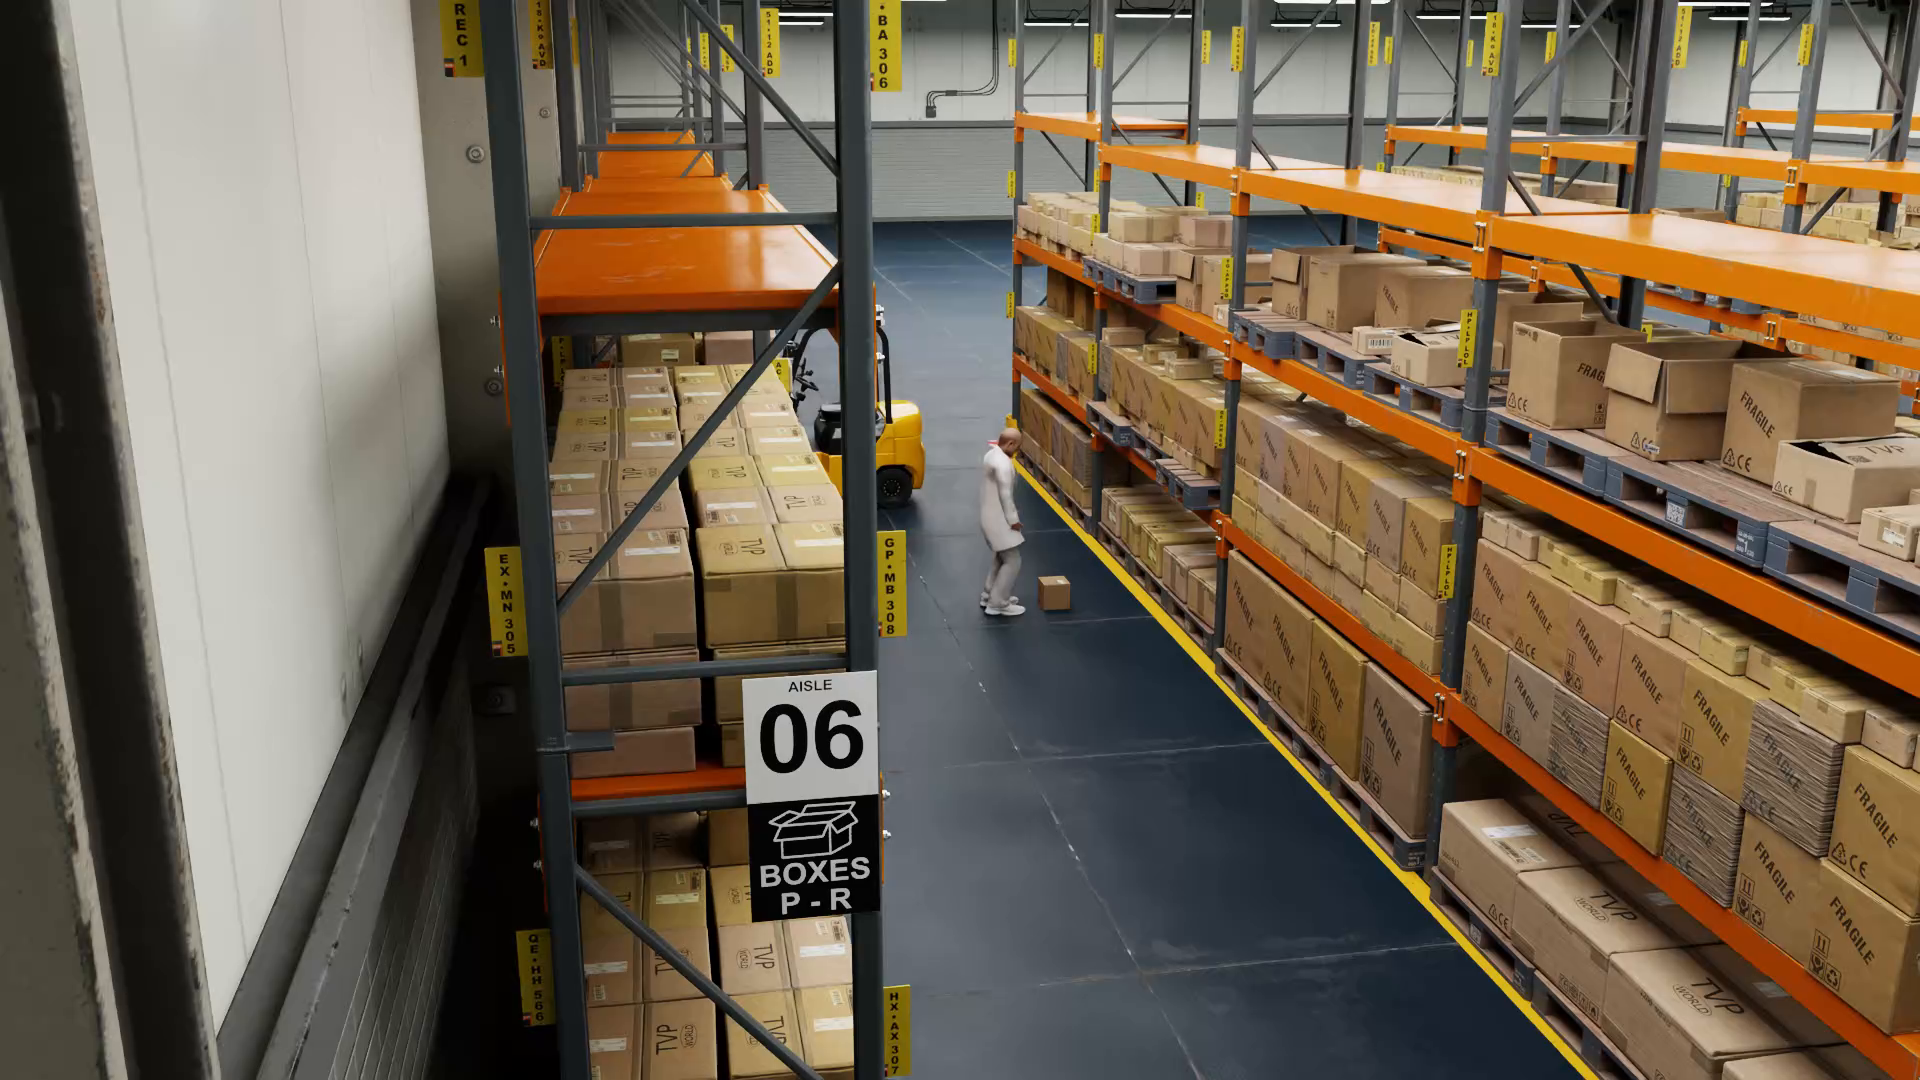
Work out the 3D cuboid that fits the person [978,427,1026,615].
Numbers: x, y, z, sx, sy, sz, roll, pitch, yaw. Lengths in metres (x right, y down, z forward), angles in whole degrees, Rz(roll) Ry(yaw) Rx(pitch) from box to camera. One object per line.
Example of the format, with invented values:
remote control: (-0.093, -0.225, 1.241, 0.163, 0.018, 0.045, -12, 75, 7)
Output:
person: (0.384, -0.186, 15.320, 0.432, 1.728, 0.591, -3, 16, -9)
